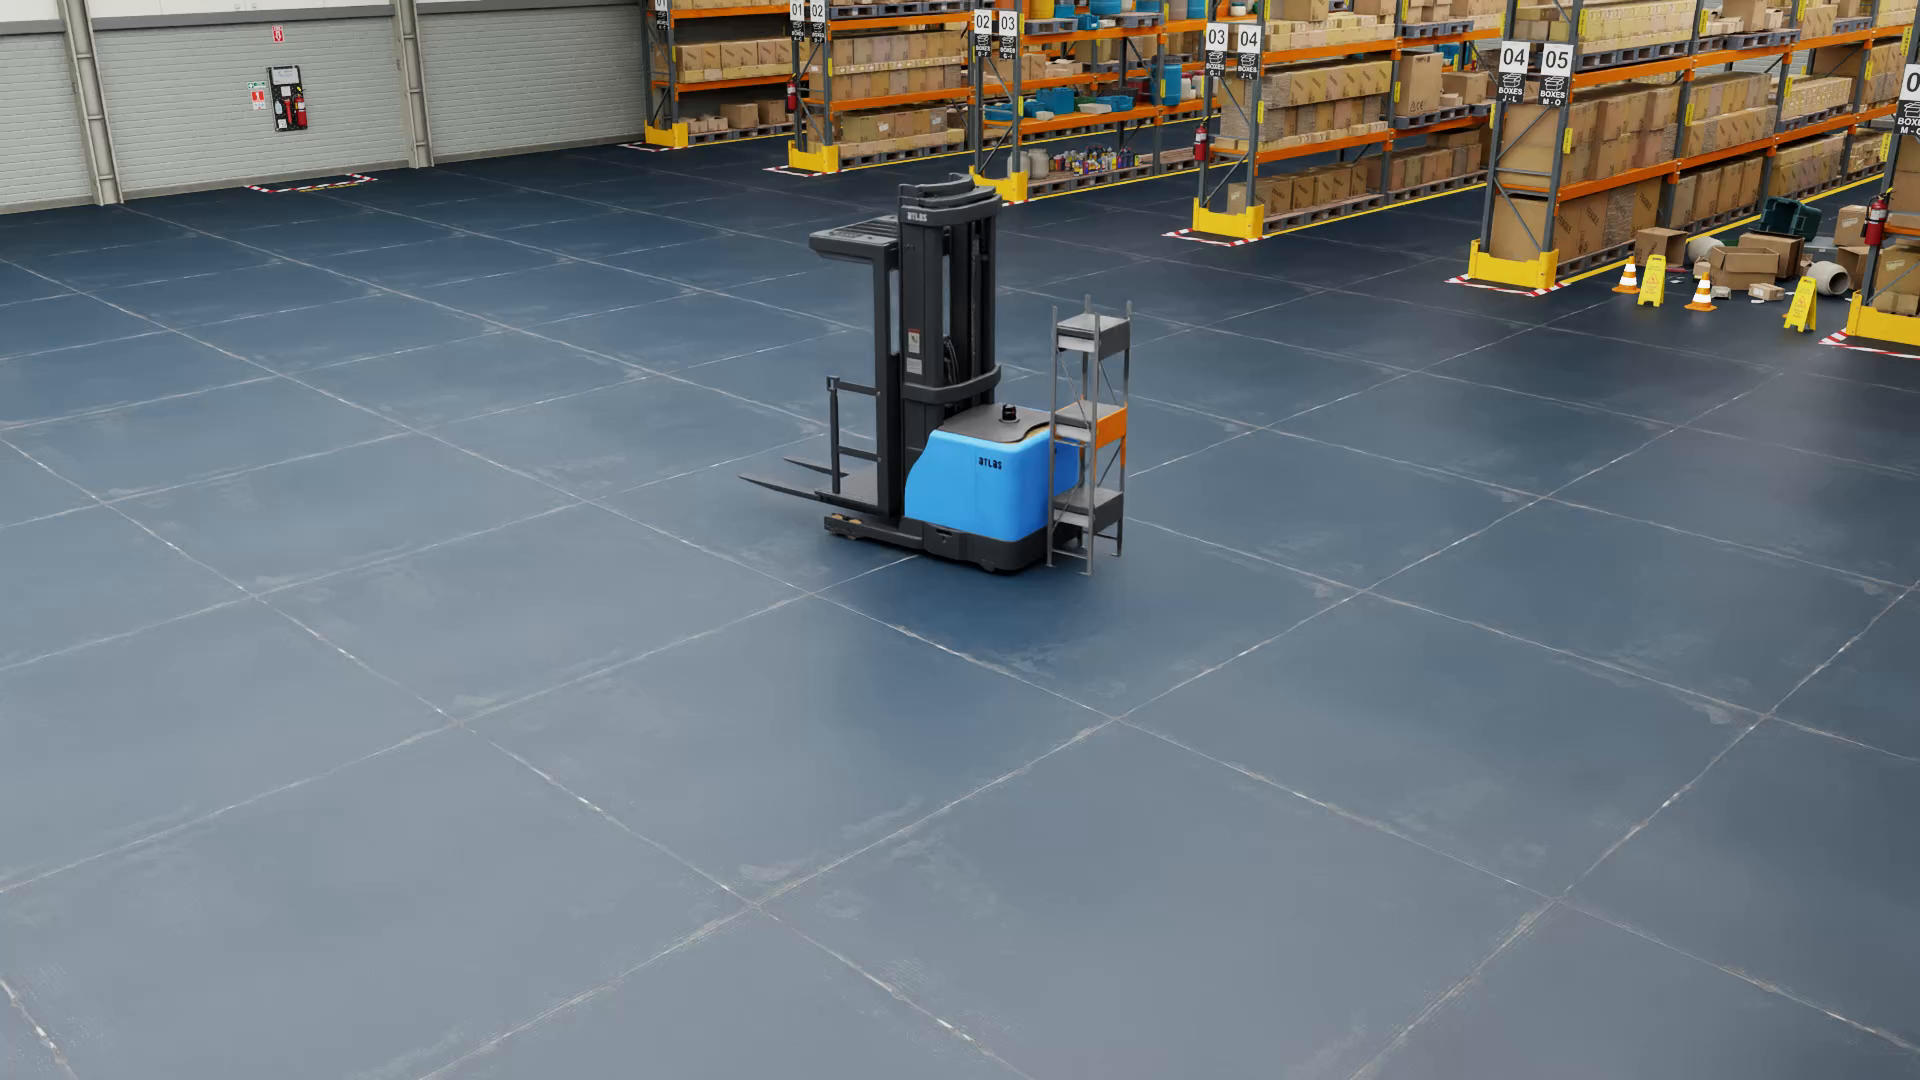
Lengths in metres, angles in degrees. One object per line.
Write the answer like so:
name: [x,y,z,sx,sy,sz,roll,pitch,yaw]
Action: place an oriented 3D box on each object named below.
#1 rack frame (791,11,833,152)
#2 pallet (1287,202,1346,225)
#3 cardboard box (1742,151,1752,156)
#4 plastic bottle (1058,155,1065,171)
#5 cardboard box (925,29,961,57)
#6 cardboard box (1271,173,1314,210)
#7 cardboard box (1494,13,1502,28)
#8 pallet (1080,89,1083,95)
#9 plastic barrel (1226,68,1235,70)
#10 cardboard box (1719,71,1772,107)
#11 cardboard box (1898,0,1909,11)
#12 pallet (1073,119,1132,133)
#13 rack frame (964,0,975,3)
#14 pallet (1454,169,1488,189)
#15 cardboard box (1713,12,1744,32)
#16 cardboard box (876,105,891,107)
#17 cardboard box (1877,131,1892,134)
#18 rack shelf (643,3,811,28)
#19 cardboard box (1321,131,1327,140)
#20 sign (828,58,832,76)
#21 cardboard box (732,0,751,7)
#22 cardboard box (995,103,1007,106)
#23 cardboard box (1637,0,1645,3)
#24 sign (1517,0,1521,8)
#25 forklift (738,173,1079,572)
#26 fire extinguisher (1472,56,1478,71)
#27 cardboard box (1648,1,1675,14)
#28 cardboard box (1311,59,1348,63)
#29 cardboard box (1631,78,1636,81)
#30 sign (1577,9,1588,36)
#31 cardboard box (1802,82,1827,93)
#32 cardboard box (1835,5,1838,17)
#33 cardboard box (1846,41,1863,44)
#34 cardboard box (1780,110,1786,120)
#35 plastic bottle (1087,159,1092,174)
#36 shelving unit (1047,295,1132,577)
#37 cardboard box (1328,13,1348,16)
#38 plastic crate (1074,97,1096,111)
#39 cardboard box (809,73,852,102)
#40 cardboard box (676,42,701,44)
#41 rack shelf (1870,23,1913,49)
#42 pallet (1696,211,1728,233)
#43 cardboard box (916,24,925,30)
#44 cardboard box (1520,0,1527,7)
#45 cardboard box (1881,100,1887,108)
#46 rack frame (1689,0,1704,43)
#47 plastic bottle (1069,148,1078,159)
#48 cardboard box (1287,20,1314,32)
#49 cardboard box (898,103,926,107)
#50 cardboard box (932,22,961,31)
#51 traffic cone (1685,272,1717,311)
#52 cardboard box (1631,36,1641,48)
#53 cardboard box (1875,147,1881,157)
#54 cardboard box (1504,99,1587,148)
rack frame: [-2.885,-8.763,32.420,1.000,3.000,0.127,19,28,41]
pallet: [5.707,-5.513,27.850,1.003,0.211,1.213,19,28,41]
cardboard box: [13.564,-6.692,28.886,0.500,0.250,0.500,18,28,39]
plastic bottle: [1.901,-7.073,31.196,0.061,0.283,0.133,19,28,41]
cardboard box: [-0.399,-10.328,34.543,0.700,0.500,0.500,19,28,41]
cardboard box: [5.501,-5.787,27.575,0.500,0.500,0.500,-17,27,-37]
cardboard box: [9.635,-9.486,30.328,0.500,0.250,0.500,19,28,41]
pallet: [3.372,-12.276,45.446,1.003,0.211,1.213,19,28,41]
plastic barrel: [5.384,-9.205,33.413,0.421,0.512,0.421,0,21,0]
cardboard box: [12.954,-7.472,27.528,0.700,0.500,0.500,19,28,40]
cardboard box: [17.284,-9.980,30.917,0.500,0.250,0.500,-20,28,-41]
pallet: [3.244,-9.700,38.745,1.003,0.211,1.213,19,28,41]
rack frame: [-0.094,-12.592,34.018,1.000,3.000,0.127,19,28,41]
pallet: [9.245,-6.837,31.295,1.003,0.211,1.213,19,28,41]
cardboard box: [11.941,-8.052,25.850,0.396,0.266,0.258,19,28,41]
cardboard box: [-2.090,-10.661,40.228,0.700,0.500,0.500,19,28,40]
cardboard box: [18.451,-8.021,33.049,0.250,0.149,0.380,-20,28,-41]
rack shelf: [-5.041,-11.580,36.571,1.077,0.370,4.000,19,28,41]
cardboard box: [5.775,-6.638,27.241,0.380,0.149,0.250,19,28,41]
sign: [-2.491,-9.064,31.885,0.100,0.325,0.005,19,28,41]
cardboard box: [-4.906,-11.888,36.202,0.500,0.500,0.500,-18,27,-39]
cardboard box: [1.044,-9.533,36.888,0.500,0.311,0.500,19,28,40]
cardboard box: [9.809,-7.867,24.421,0.380,0.149,0.250,19,28,40]
sign: [10.179,-9.844,30.331,0.100,0.325,0.005,19,28,41]
forklift: [-0.526,-1.513,13.653,3.031,2.935,1.130,14,25,32]
fire extinguisher: [12.254,-11.350,39.778,0.296,0.674,0.183,19,28,41]
cardboard box: [9.931,-7.574,23.659,0.250,0.149,0.380,-20,28,-41]
cardboard box: [6.157,-7.782,27.920,0.500,0.500,0.500,19,28,41]
cardboard box: [13.805,-9.753,34.789,0.500,0.250,0.500,-19,28,-41]
sign: [8.087,-6.720,21.595,0.100,0.325,0.005,19,28,41]
cardboard box: [15.015,-7.970,29.291,0.380,0.149,0.250,18,27,38]
cardboard box: [15.301,-9.481,29.645,0.500,0.311,0.500,19,28,40]
cardboard box: [16.923,-9.203,31.617,0.500,0.500,0.500,-19,28,-41]
cardboard box: [13.731,-7.215,28.157,0.380,0.149,0.250,19,28,40]
plastic bottle: [2.389,-6.930,30.841,0.097,0.271,0.097,0,21,0]
shelving unit: [1.001,-0.808,12.975,0.431,2.100,0.503,14,25,31]
cardboard box: [6.211,-8.671,27.651,0.380,0.149,0.250,20,28,41]
plastic crate: [2.303,-8.173,31.181,0.450,0.188,0.662,19,28,41]
cardboard box: [-2.550,-8.927,32.706,0.700,0.500,0.500,19,28,41]
cardboard box: [-5.902,-10.593,36.315,0.500,0.500,0.500,-20,29,-41]
rack shelf: [17.460,-9.678,31.623,1.077,0.370,4.000,19,28,41]
pallet: [11.820,-5.274,27.230,1.003,0.211,1.213,19,28,41]
cardboard box: [-1.075,-12.517,40.530,0.380,0.149,0.250,15,26,34]
cardboard box: [10.165,-10.158,31.140,0.637,0.503,0.797,-18,27,-39]
cardboard box: [17.381,-8.324,31.628,0.250,0.149,0.380,-19,28,-40]
rack frame: [10.484,-8.844,24.268,1.000,3.000,0.127,19,28,41]
plastic bottle: [2.164,-7.258,31.583,0.144,0.351,0.185,19,28,40]
cardboard box: [5.320,-8.064,26.072,0.380,0.149,0.250,19,28,40]
cardboard box: [-0.985,-8.883,34.932,0.500,0.500,0.500,19,28,41]
cardboard box: [-0.334,-12.663,40.939,0.500,0.250,0.500,-19,28,-41]
traffic cone: [9.654,-3.242,21.592,0.336,0.463,0.334,19,28,41]
cardboard box: [9.220,-6.939,23.118,0.380,0.149,0.250,20,28,41]
cardboard box: [17.614,-7.516,32.149,0.380,0.149,0.250,20,28,41]
cardboard box: [7.980,-5.675,22.671,0.875,0.550,0.550,19,28,41]
